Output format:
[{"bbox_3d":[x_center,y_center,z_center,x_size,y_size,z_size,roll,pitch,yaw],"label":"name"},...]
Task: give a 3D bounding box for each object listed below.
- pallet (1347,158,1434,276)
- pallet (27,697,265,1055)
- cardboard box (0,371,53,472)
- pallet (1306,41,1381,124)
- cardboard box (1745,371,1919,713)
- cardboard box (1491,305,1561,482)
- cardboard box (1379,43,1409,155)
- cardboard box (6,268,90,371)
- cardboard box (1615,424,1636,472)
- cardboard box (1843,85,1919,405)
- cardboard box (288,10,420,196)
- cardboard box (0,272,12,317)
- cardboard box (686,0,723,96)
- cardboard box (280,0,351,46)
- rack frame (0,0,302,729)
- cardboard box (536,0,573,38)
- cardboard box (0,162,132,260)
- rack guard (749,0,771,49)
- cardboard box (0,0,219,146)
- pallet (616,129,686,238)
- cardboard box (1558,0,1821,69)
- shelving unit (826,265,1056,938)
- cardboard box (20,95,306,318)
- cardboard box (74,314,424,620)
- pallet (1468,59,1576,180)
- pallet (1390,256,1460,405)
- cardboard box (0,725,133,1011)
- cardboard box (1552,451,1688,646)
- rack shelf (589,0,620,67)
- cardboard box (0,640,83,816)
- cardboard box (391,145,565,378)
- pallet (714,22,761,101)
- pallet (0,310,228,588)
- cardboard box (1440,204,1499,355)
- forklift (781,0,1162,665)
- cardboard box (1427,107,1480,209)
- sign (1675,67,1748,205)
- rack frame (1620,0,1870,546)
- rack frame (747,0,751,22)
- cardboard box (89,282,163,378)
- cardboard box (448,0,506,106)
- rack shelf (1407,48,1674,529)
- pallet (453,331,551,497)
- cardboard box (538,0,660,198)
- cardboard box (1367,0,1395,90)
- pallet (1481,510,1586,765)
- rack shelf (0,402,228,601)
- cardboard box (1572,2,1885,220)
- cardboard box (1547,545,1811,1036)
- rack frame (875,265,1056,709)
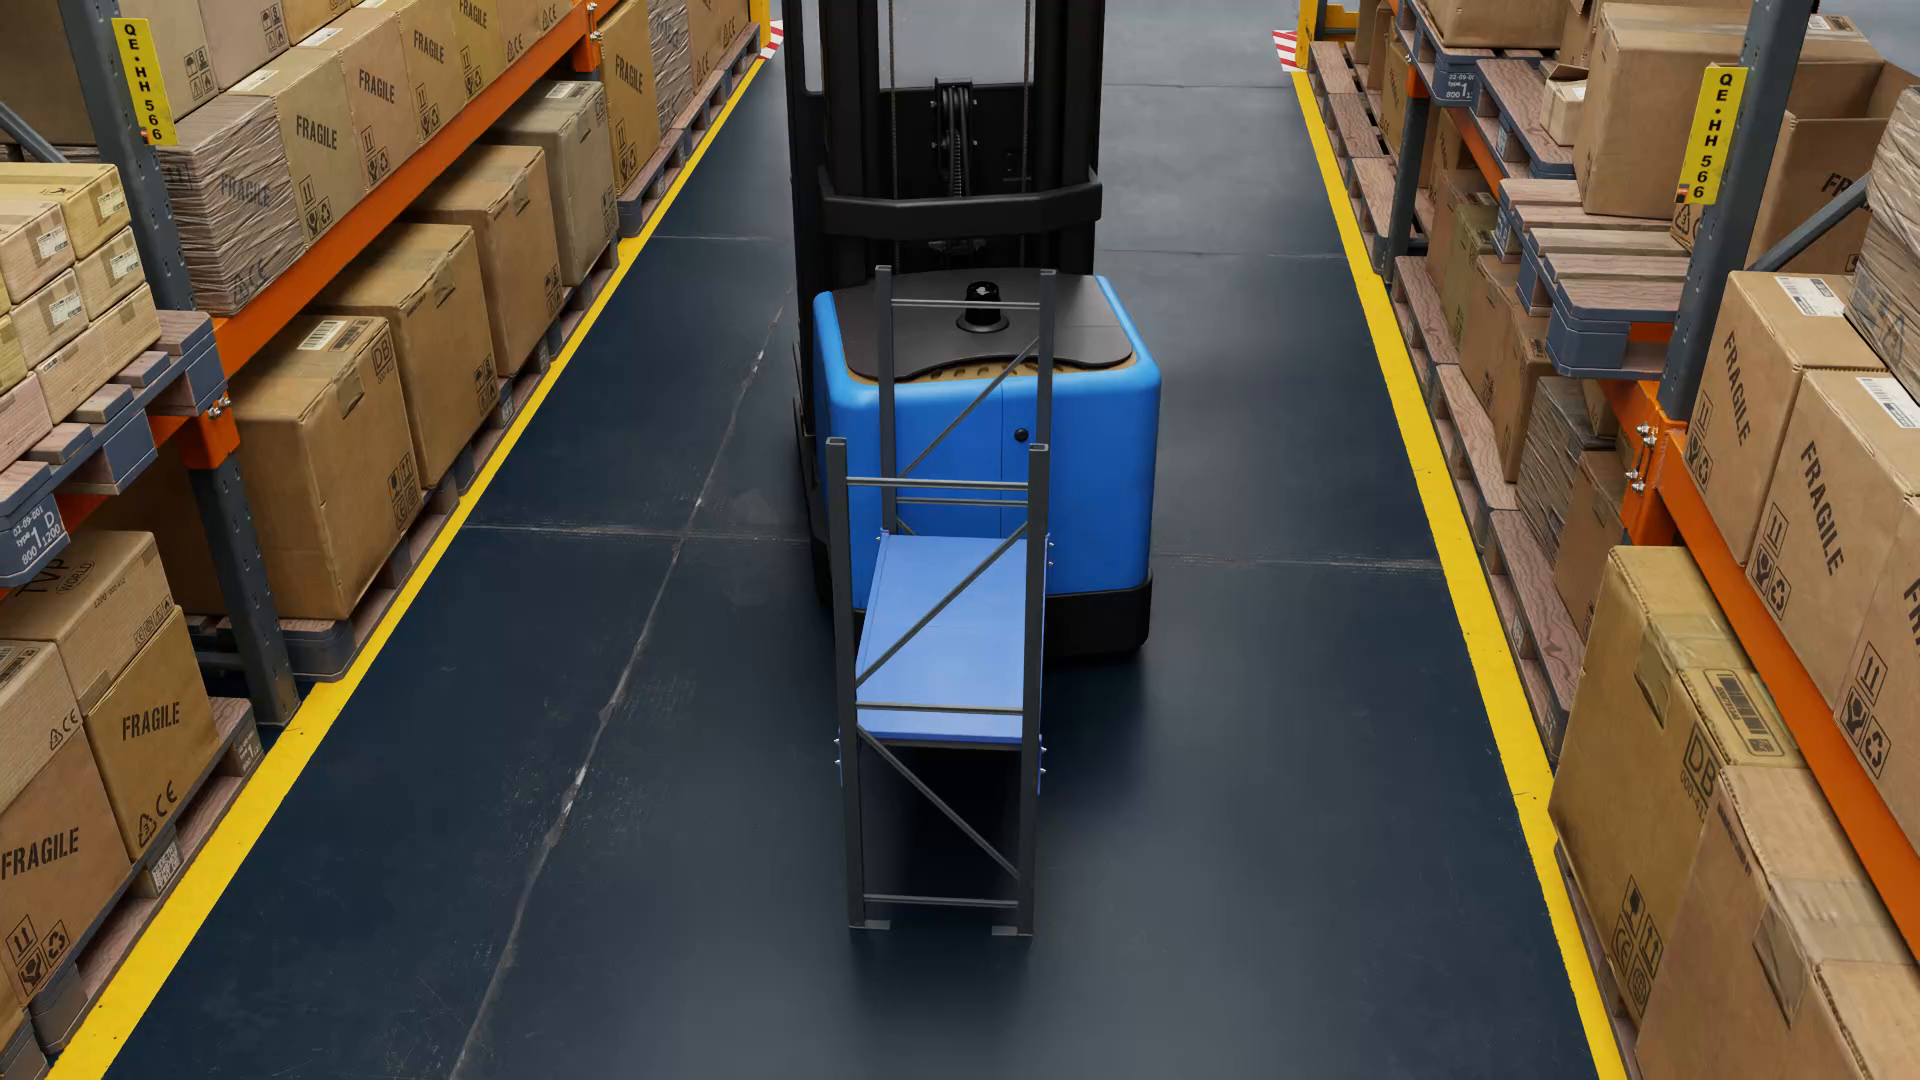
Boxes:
[{"bbox_3d":[2.647,-1.723,8.845,1.003,0.211,1.213,2,32,4],"label":"pallet"},{"bbox_3d":[-2.698,0.865,4.645,1.003,0.211,1.213,2,32,4],"label":"pallet"},{"bbox_3d":[-2.257,-0.260,3.653,0.380,0.149,0.250,3,32,5],"label":"cardboard box"},{"bbox_3d":[2.846,-2.999,10.915,1.003,0.211,1.213,2,32,4],"label":"pallet"},{"bbox_3d":[1.952,0.004,3.289,0.500,0.500,0.500,2,32,3],"label":"cardboard box"},{"bbox_3d":[2.409,-0.527,6.210,0.700,0.500,0.500,5,32,8],"label":"cardboard box"},{"bbox_3d":[2.712,-2.507,9.442,0.500,0.500,0.500,0,32,0],"label":"cardboard box"},{"bbox_3d":[-2.239,-0.511,3.777,0.380,0.149,0.250,4,32,6],"label":"cardboard box"},{"bbox_3d":[2.327,-0.260,5.061,0.500,0.250,0.500,4,32,6],"label":"cardboard box"},{"bbox_3d":[2.227,-0.554,3.238,0.797,0.503,0.637,3,32,6],"label":"cardboard box"},{"bbox_3d":[-2.247,-1.526,5.772,0.500,0.500,0.500,2,32,4],"label":"cardboard box"},{"bbox_3d":[-2.260,-0.511,3.493,0.380,0.149,0.250,3,32,5],"label":"cardboard box"},{"bbox_3d":[-2.040,-3.370,10.485,0.875,0.875,0.875,2,32,3],"label":"cardboard box"},{"bbox_3d":[-2.507,-1.966,5.533,0.700,0.500,0.500,2,32,3],"label":"cardboard box"},{"bbox_3d":[-2.633,-0.730,4.576,1.000,3.000,0.127,2,32,4],"label":"rack frame"},{"bbox_3d":[-2.083,-2.580,7.483,0.500,0.500,0.500,2,32,4],"label":"cardboard box"},{"bbox_3d":[-2.216,-0.780,3.928,0.380,0.149,0.250,1,32,2],"label":"cardboard box"},{"bbox_3d":[-1.980,-3.862,12.040,1.175,0.500,0.348,2,32,4],"label":"rack guard"},{"bbox_3d":[-2.586,-1.433,4.668,0.700,0.500,0.500,2,32,4],"label":"cardboard box"},{"bbox_3d":[-2.167,-2.029,9.342,1.003,0.211,1.213,2,32,4],"label":"pallet"},{"bbox_3d":[2.579,-1.870,5.926,0.797,0.503,0.637,6,32,9],"label":"cardboard box"},{"bbox_3d":[-0.018,0.156,4.567,0.538,1.500,1.048,2,32,3],"label":"shelving unit"},{"bbox_3d":[-2.327,-0.996,4.912,0.500,0.500,0.500,3,32,5],"label":"cardboard box"},{"bbox_3d":[-2.494,-0.266,5.567,1.050,0.750,0.750,2,32,3],"label":"cardboard box"},{"bbox_3d":[2.423,-1.421,5.879,1.003,0.211,1.213,2,32,4],"label":"pallet"},{"bbox_3d":[2.566,-0.963,7.612,1.003,0.211,1.213,2,32,4],"label":"pallet"},{"bbox_3d":[-2.472,0.782,4.105,0.500,0.500,0.500,4,32,6],"label":"cardboard box"},{"bbox_3d":[2.337,0.060,5.257,0.700,0.500,0.500,1,32,1],"label":"cardboard box"},{"bbox_3d":[-2.144,-3.562,9.856,1.077,0.370,4.000,2,32,4],"label":"rack shelf"},{"bbox_3d":[-2.458,0.469,3.897,0.500,0.250,0.500,3,32,5],"label":"cardboard box"},{"bbox_3d":[-2.350,-1.210,7.099,1.050,0.750,0.750,2,32,4],"label":"cardboard box"},{"bbox_3d":[-1.969,-3.305,11.412,1.003,0.211,1.213,2,32,4],"label":"pallet"},{"bbox_3d":[-2.585,-0.272,4.014,1.213,0.211,1.003,2,32,4],"label":"pallet"},{"bbox_3d":[2.499,-1.112,7.158,0.700,0.500,0.500,2,32,4],"label":"cardboard box"},{"bbox_3d":[-0.091,-1.572,6.007,1.130,2.935,3.031,-4,32,-7],"label":"forklift"},{"bbox_3d":[2.700,-1.879,8.423,0.500,0.500,0.500,2,32,2],"label":"cardboard box"},{"bbox_3d":[1.761,-0.943,3.893,0.100,0.325,0.005,2,32,4],"label":"sign"},{"bbox_3d":[2.302,-0.466,4.147,1.000,3.000,0.127,2,32,4],"label":"rack frame"},{"bbox_3d":[-1.982,-4.914,11.364,1.000,3.000,0.127,2,32,4],"label":"rack frame"},{"bbox_3d":[-2.215,-0.525,4.081,0.380,0.149,0.250,3,32,5],"label":"cardboard box"},{"bbox_3d":[-2.166,-2.052,6.625,0.500,0.500,0.500,3,32,5],"label":"cardboard box"},{"bbox_3d":[2.465,-1.205,6.032,1.077,0.370,4.000,2,32,4],"label":"rack shelf"},{"bbox_3d":[-2.392,-0.589,7.004,1.003,0.211,1.213,2,32,4],"label":"pallet"},{"bbox_3d":[-2.186,-2.422,8.946,0.875,0.875,0.875,3,32,5],"label":"cardboard box"},{"bbox_3d":[2.872,-3.124,10.442,0.500,0.500,0.500,11,33,17],"label":"cardboard box"},{"bbox_3d":[2.367,0.313,5.541,1.003,0.211,1.213,2,32,4],"label":"pallet"},{"bbox_3d":[-2.796,0.622,3.068,1.077,0.370,4.000,2,32,4],"label":"rack shelf"},{"bbox_3d":[2.252,-1.267,4.952,0.700,0.500,0.500,7,32,11],"label":"cardboard box"},{"bbox_3d":[2.225,0.620,4.010,1.225,0.875,0.875,1,32,2],"label":"cardboard box"},{"bbox_3d":[0.016,-0.110,4.999,0.500,1.500,0.032,2,32,3],"label":"rack frame"}]
